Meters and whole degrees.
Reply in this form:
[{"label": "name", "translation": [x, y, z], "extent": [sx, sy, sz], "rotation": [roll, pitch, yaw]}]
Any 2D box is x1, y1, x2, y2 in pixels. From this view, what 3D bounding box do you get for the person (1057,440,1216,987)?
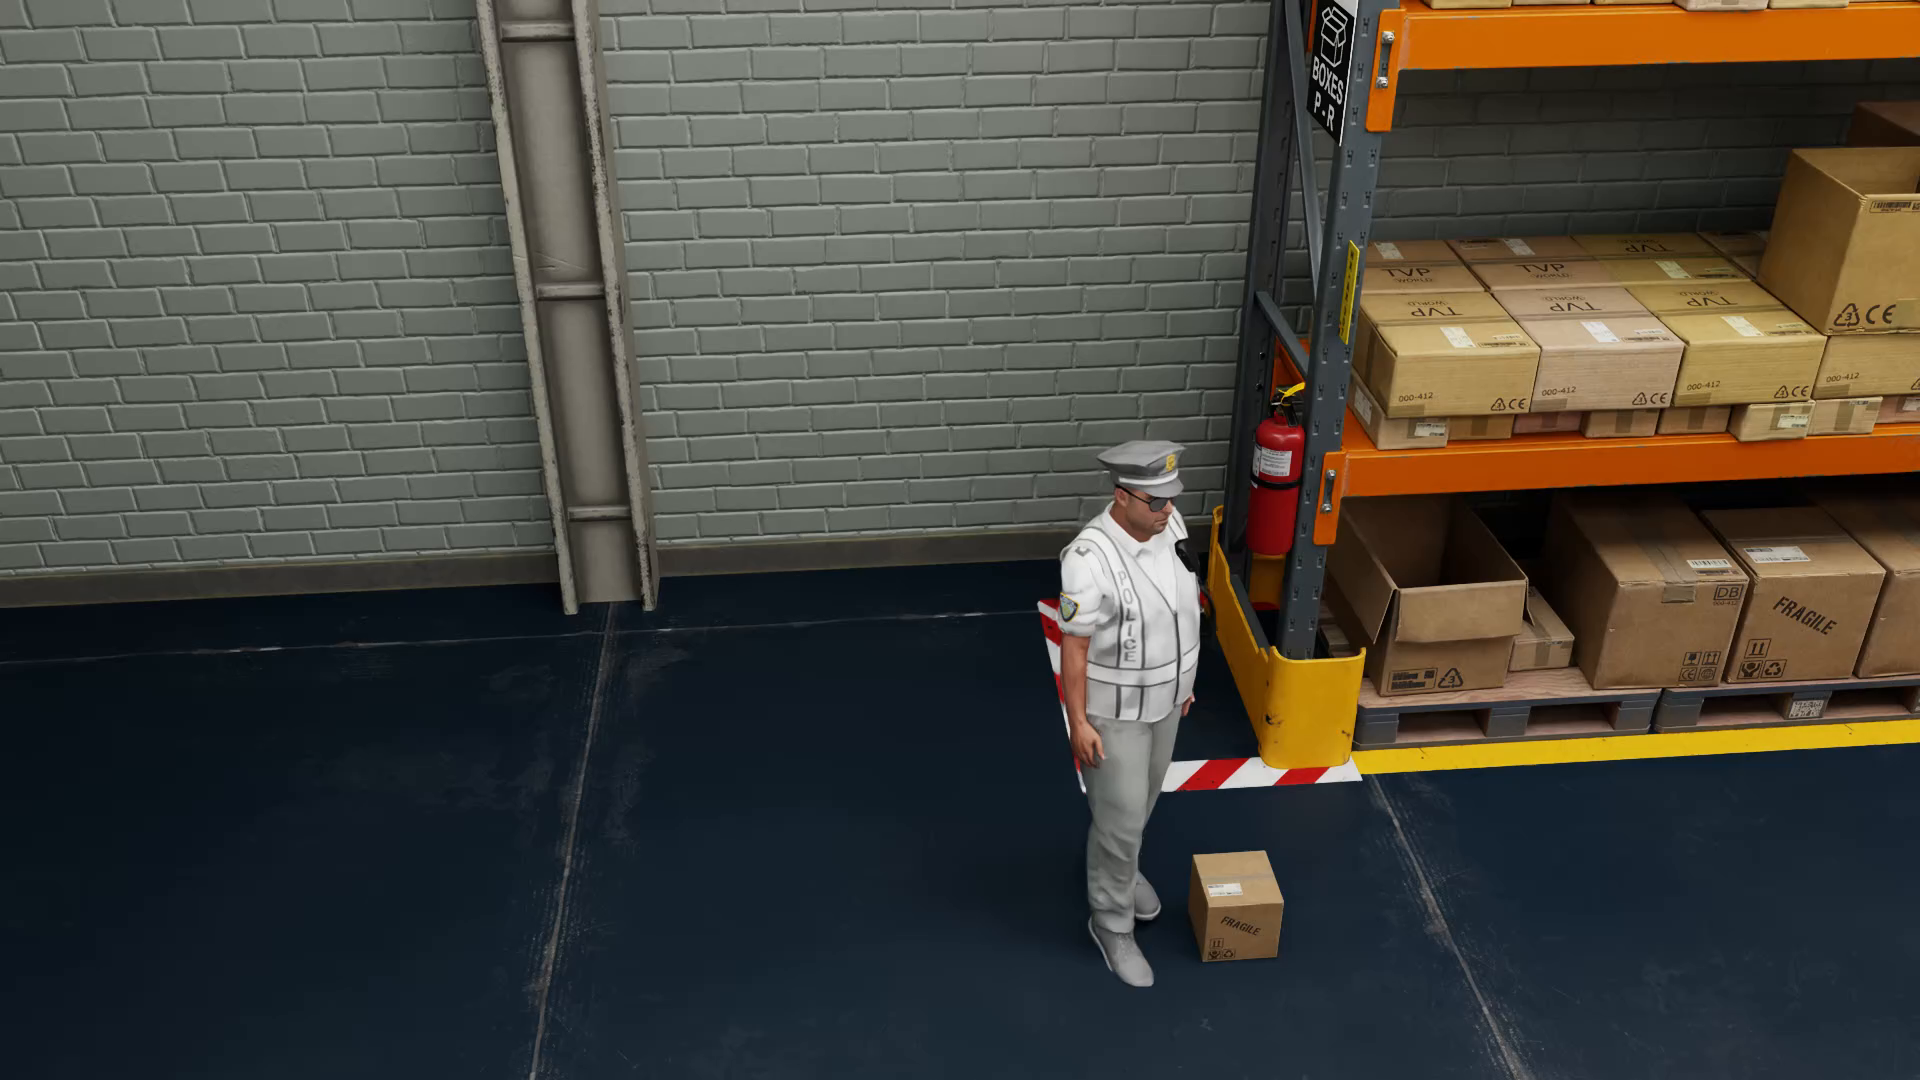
[{"label": "person", "translation": [0.590, 0.533, 5.264], "extent": [0.546, 1.807, 0.555], "rotation": [27, 40, 37]}]
